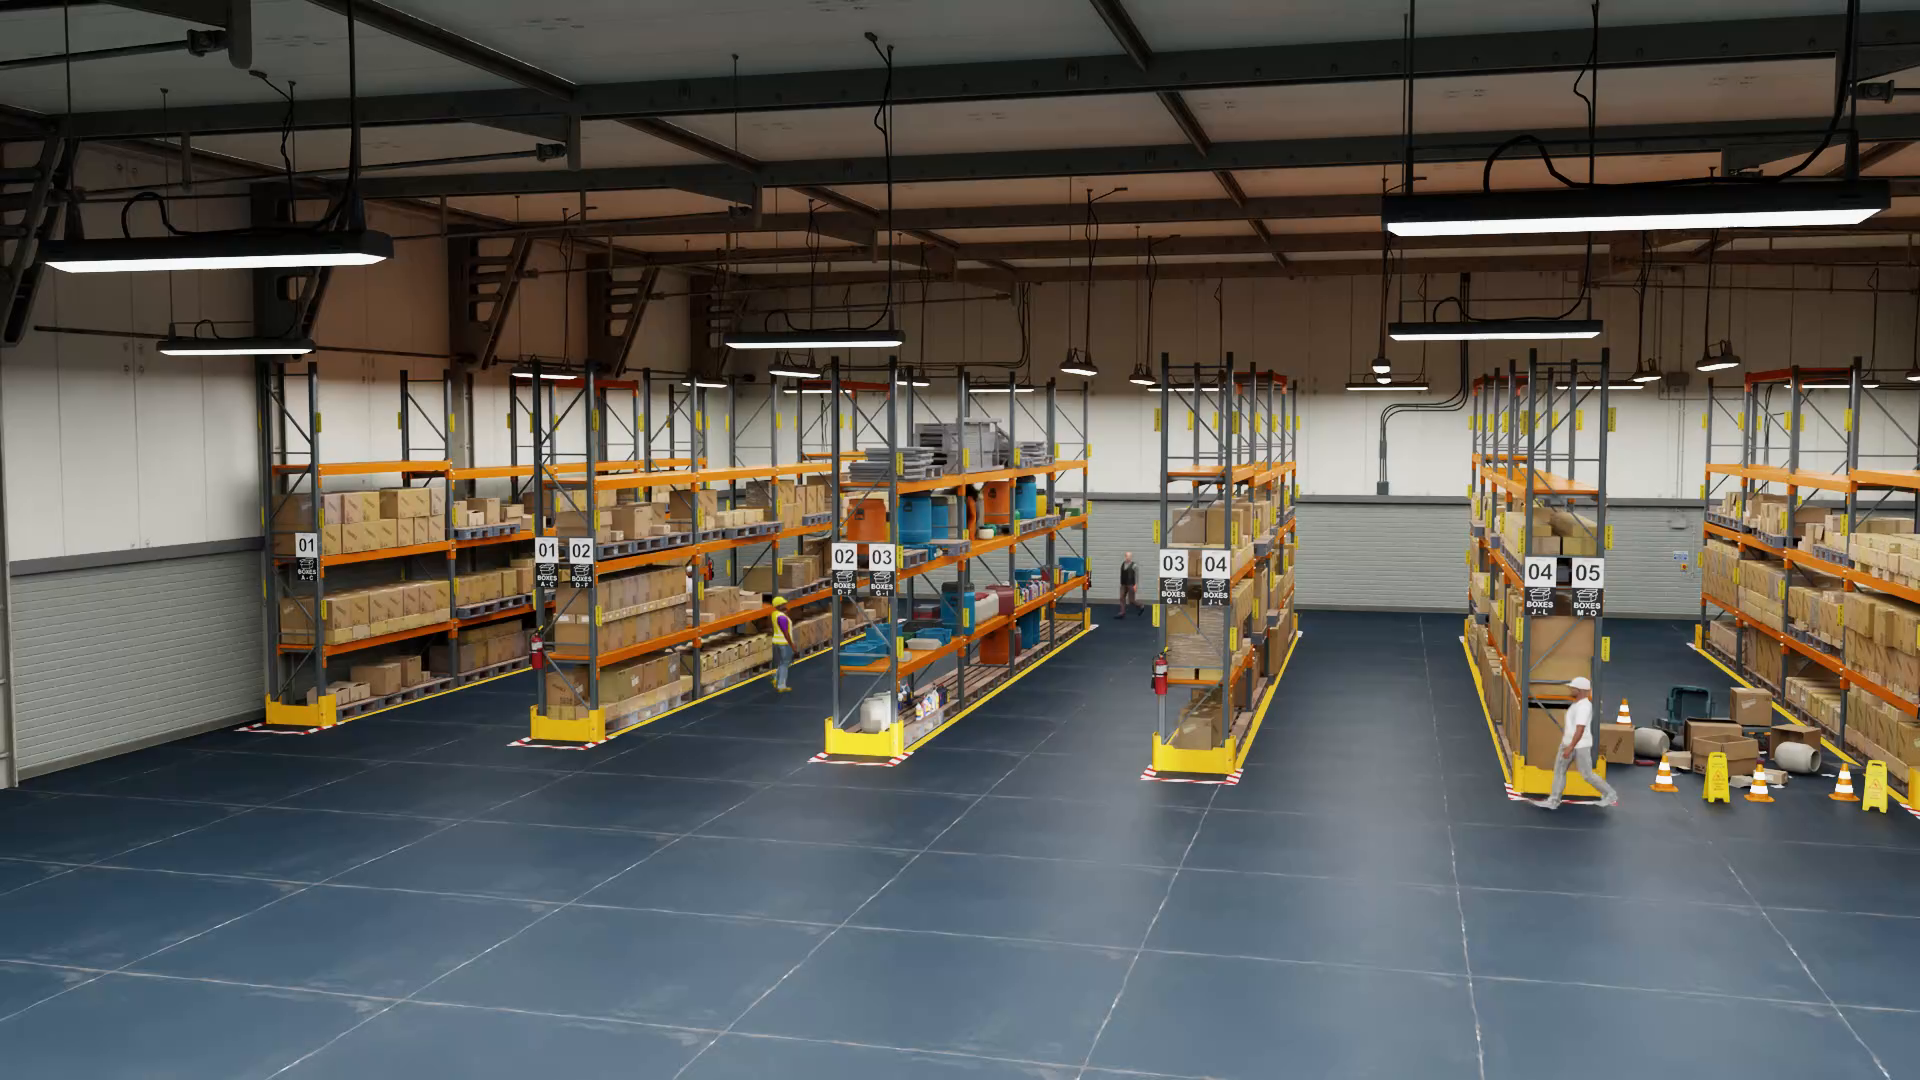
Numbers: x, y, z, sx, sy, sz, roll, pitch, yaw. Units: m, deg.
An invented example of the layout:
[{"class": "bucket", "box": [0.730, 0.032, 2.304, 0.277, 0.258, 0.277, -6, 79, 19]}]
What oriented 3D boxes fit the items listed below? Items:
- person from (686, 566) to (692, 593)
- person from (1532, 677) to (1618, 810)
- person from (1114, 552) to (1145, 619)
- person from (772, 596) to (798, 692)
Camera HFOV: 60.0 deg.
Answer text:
[{"class": "person", "box": [-6.277, 1.463, 38.830, 0.430, 1.695, 0.503, 1, 4, 20]}, {"class": "person", "box": [7.961, 2.632, 21.392, 1.007, 1.738, 0.522, -1, 4, -9]}, {"class": "person", "box": [4.316, 1.164, 42.520, 0.828, 1.707, 0.553, -4, 5, -42]}, {"class": "person", "box": [-3.233, 1.915, 30.560, 0.478, 1.770, 0.603, -3, 5, -38]}]
